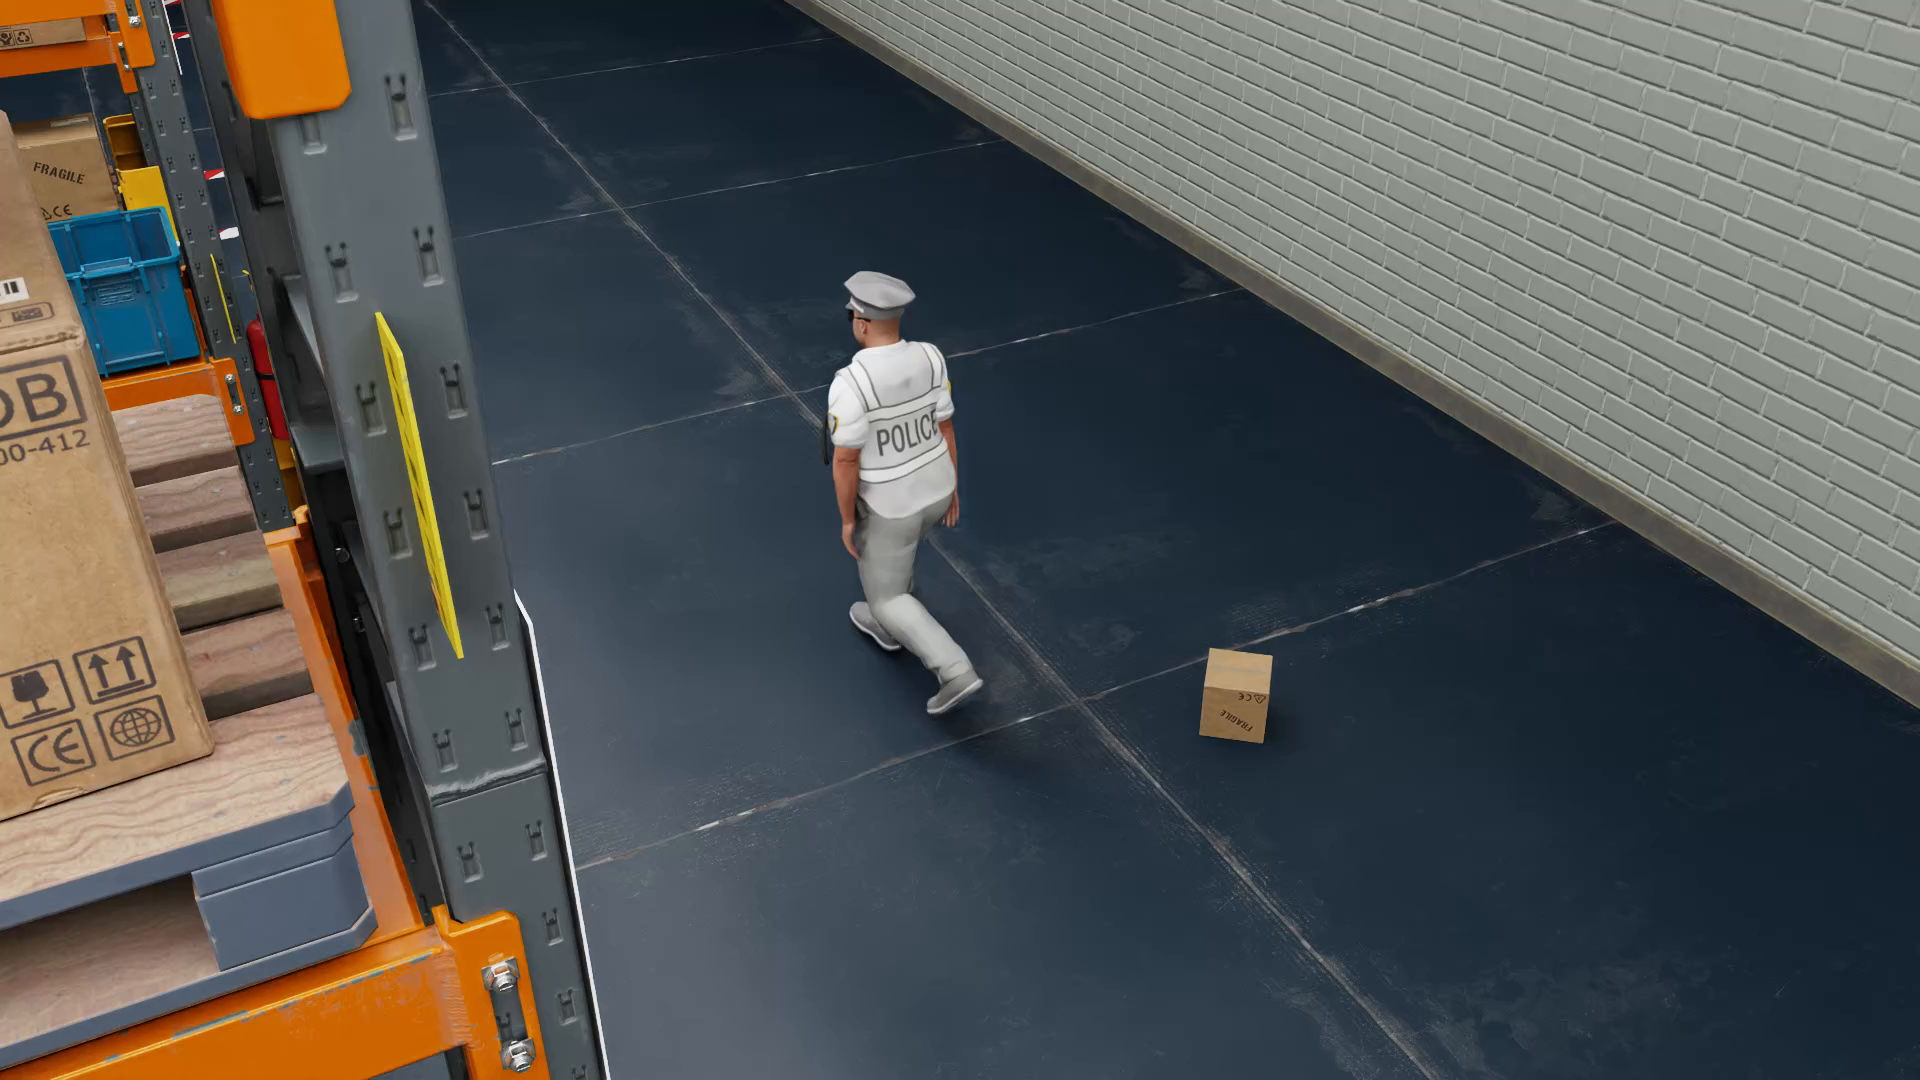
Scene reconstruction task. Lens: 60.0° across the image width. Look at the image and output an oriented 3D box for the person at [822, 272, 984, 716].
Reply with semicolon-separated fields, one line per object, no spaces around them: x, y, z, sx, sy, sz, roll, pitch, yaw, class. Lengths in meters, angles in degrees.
-0.212;-0.150;6.371;0.542;1.701;0.981;-27;42;-35;person
